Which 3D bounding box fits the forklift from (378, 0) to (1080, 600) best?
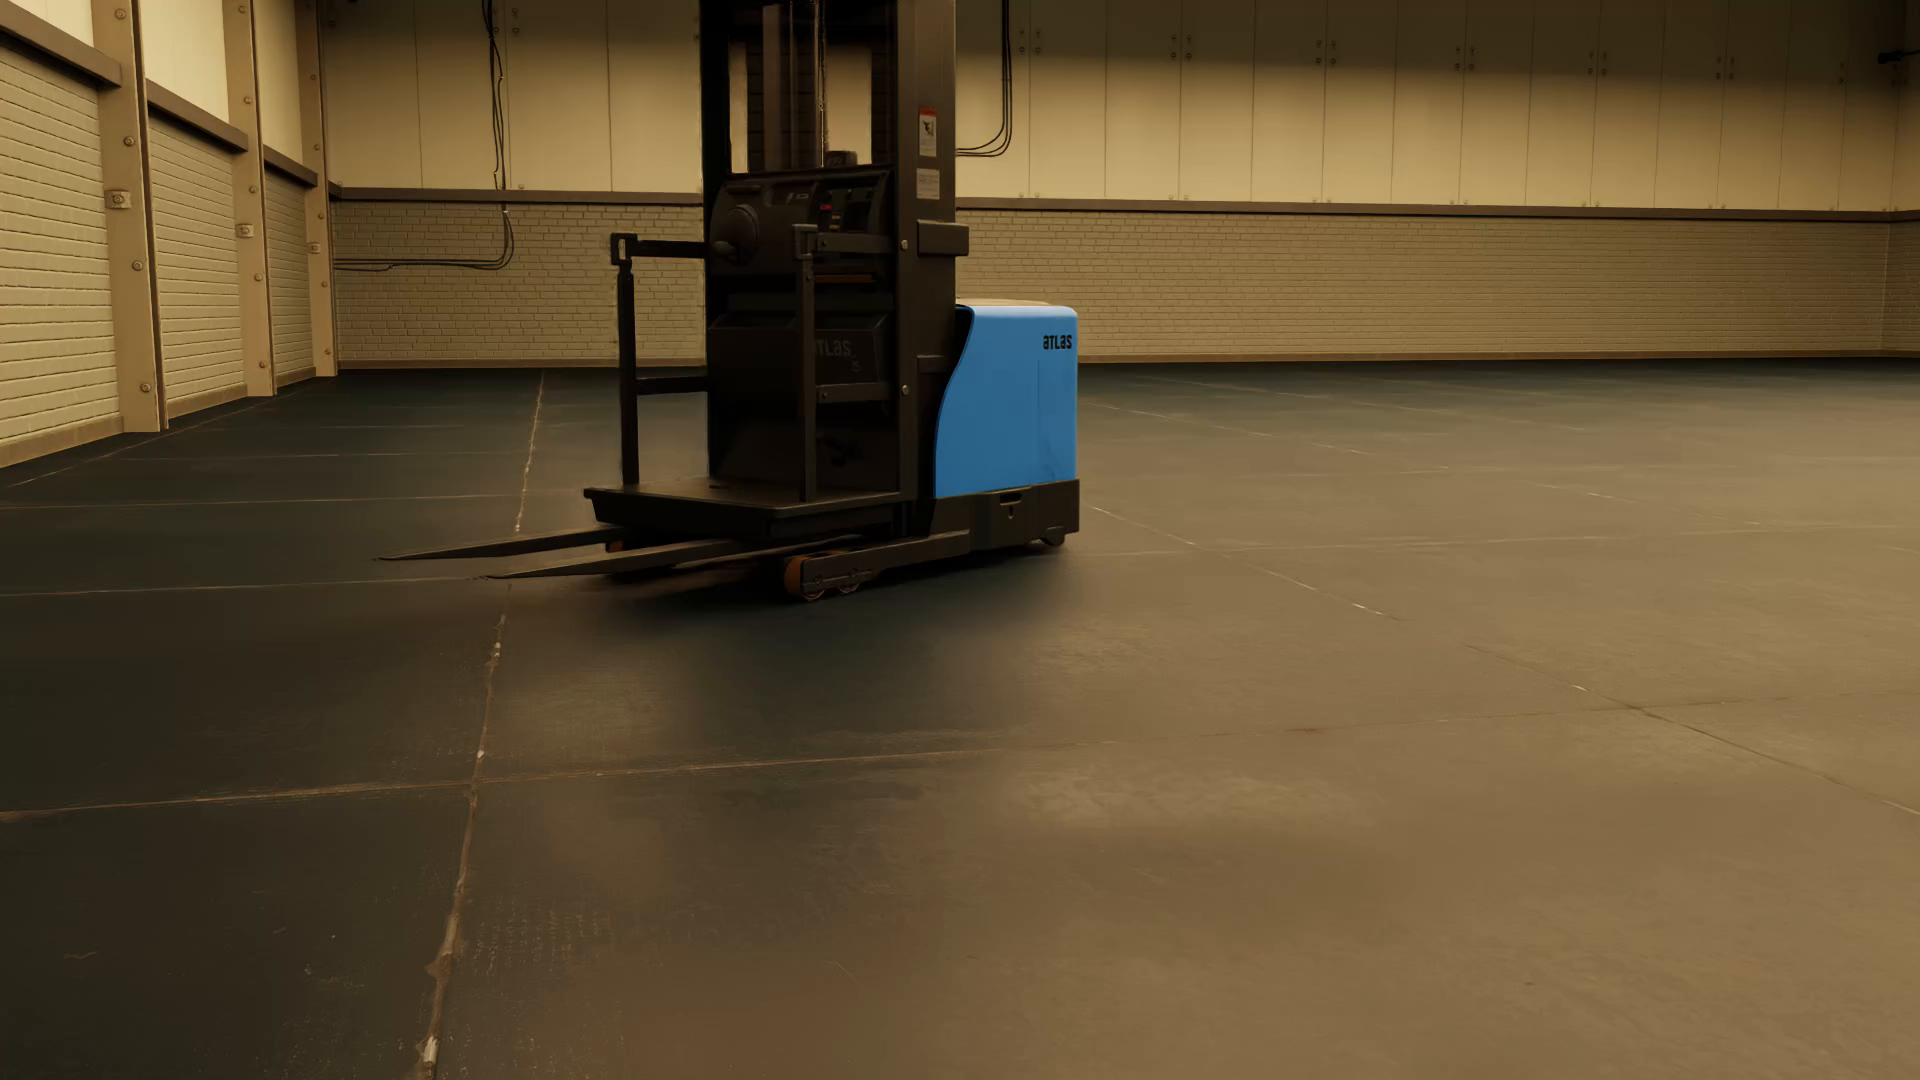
[{"bbox_3d":[-0.779,-1.306,6.464,1.130,2.935,3.031,6,10,38],"label":"forklift"}]
